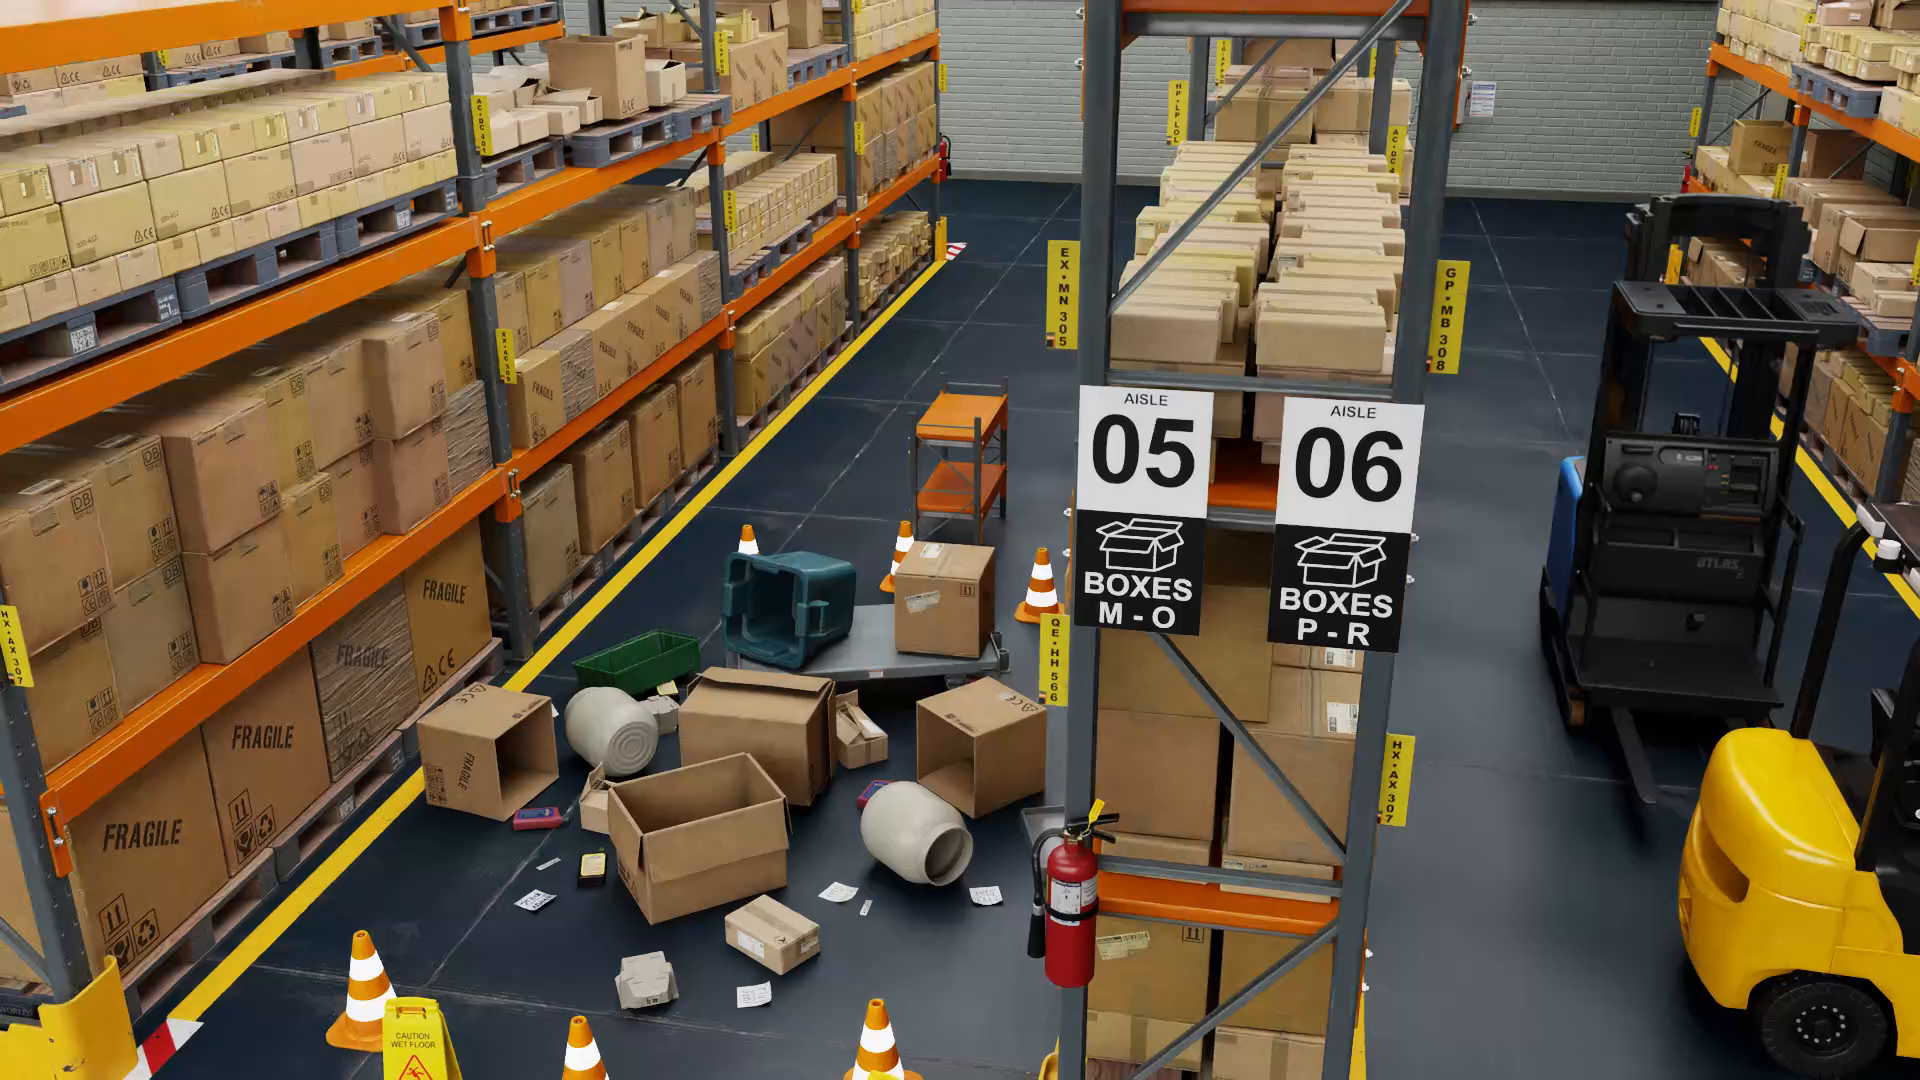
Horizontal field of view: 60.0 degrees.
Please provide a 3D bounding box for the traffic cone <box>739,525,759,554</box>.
[{"bbox_3d":[-1.451,0.122,11.431,0.336,0.463,0.334,4,22,11],"label":"traffic cone"}]

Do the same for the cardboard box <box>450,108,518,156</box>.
[{"bbox_3d":[-2.835,-2.451,9.894,0.258,0.266,0.396,4,22,10],"label":"cardboard box"}]

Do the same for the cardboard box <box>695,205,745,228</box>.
[{"bbox_3d":[-2.050,-2.749,14.142,0.380,0.149,0.250,4,22,9],"label":"cardboard box"}]

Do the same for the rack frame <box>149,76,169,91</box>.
[{"bbox_3d":[-7.221,-2.557,14.688,1.000,3.000,0.127,4,22,11],"label":"rack frame"}]

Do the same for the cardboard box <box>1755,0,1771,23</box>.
[{"bbox_3d":[8.331,-5.343,16.722,0.500,0.250,0.500,5,22,12],"label":"cardboard box"}]

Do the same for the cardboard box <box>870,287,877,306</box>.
[{"bbox_3d":[-1.127,-2.683,18.255,0.380,0.149,0.250,5,22,13],"label":"cardboard box"}]

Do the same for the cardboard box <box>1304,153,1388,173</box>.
[{"bbox_3d":[1.835,-1.750,7.938,0.380,0.149,0.250,4,22,10],"label":"cardboard box"}]

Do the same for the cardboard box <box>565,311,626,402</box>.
[{"bbox_3d":[-2.625,-1.265,11.345,0.500,0.500,0.500,4,22,11],"label":"cardboard box"}]

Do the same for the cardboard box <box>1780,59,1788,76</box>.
[{"bbox_3d":[8.057,-4.503,15.841,0.380,0.149,0.250,5,23,13],"label":"cardboard box"}]

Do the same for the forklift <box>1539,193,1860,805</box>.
[{"bbox_3d":[4.117,-0.345,9.288,1.130,2.935,3.031,5,22,11],"label":"forklift"}]

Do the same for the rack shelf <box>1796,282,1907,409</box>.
[{"bbox_3d":[7.748,-1.822,13.827,1.077,0.370,4.000,4,22,11],"label":"rack shelf"}]

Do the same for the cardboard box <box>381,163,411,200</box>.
[{"bbox_3d":[-3.066,-1.851,8.559,0.380,0.149,0.250,5,22,12],"label":"cardboard box"}]

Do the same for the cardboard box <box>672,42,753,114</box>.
[{"bbox_3d":[-2.009,-3.768,13.546,0.500,0.500,0.500,4,22,11],"label":"cardboard box"}]

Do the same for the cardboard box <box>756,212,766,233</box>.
[{"bbox_3d":[-1.936,-2.809,14.690,0.380,0.149,0.250,5,22,11],"label":"cardboard box"}]

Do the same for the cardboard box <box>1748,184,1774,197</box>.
[{"bbox_3d":[8.109,-3.345,16.447,0.500,0.250,0.500,5,22,11],"label":"cardboard box"}]

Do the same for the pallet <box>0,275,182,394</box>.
[{"bbox_3d":[-3.878,-0.839,6.524,1.003,0.211,1.213,4,22,11],"label":"pallet"}]

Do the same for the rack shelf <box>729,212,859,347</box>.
[{"bbox_3d":[-1.978,-2.540,15.608,1.077,0.370,4.000,4,22,11],"label":"rack shelf"}]

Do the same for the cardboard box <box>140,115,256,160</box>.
[{"bbox_3d":[-3.327,-1.759,7.263,0.380,0.149,0.250,5,22,12],"label":"cardboard box"}]

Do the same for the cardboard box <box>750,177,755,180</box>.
[{"bbox_3d":[-2.204,-3.523,16.462,0.380,0.149,0.250,5,22,12],"label":"cardboard box"}]

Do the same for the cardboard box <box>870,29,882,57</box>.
[{"bbox_3d":[-1.124,-5.260,17.584,0.500,0.250,0.500,4,22,10],"label":"cardboard box"}]

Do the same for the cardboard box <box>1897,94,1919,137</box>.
[{"bbox_3d":[7.309,-3.137,12.312,0.500,0.250,0.500,5,22,11],"label":"cardboard box"}]

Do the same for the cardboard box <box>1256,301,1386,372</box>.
[{"bbox_3d":[1.120,-0.635,5.169,0.380,0.149,0.250,4,22,11],"label":"cardboard box"}]

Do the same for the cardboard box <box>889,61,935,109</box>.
[{"bbox_3d":[-0.604,-5.530,20.198,0.500,0.500,0.500,4,22,10],"label":"cardboard box"}]

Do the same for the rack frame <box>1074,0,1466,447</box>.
[{"bbox_3d":[0.848,-1.659,4.427,1.000,3.000,0.127,4,22,11],"label":"rack frame"}]

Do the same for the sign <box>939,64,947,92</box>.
[{"bbox_3d":[-0.215,-5.702,20.523,0.100,0.325,0.005,4,22,11],"label":"sign"}]

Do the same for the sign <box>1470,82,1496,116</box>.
[{"bbox_3d":[7.793,-6.572,24.784,0.329,0.494,0.001,4,22,11],"label":"sign"}]

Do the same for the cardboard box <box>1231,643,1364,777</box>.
[{"bbox_3d":[1.318,0.598,6.322,0.500,0.500,0.500,5,23,13],"label":"cardboard box"}]

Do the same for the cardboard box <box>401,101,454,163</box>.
[{"bbox_3d":[-3.052,-2.181,8.844,0.500,0.250,0.500,4,22,10],"label":"cardboard box"}]

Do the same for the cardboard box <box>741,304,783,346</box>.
[{"bbox_3d":[-1.905,-1.944,14.947,0.500,0.250,0.500,4,22,10],"label":"cardboard box"}]

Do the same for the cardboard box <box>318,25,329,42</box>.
[{"bbox_3d":[-6.717,-5.171,16.719,0.500,0.311,0.500,4,22,9],"label":"cardboard box"}]

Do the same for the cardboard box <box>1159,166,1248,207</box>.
[{"bbox_3d":[1.113,-1.606,7.580,0.380,0.149,0.250,4,22,11],"label":"cardboard box"}]

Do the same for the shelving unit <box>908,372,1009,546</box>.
[{"bbox_3d":[0.001,-0.524,12.150,0.538,1.125,1.048,4,22,11],"label":"shelving unit"}]

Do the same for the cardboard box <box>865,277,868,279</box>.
[{"bbox_3d":[-1.219,-2.823,18.204,0.380,0.149,0.250,5,22,11],"label":"cardboard box"}]

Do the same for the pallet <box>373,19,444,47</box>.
[{"bbox_3d":[-6.228,-5.669,18.517,1.003,0.211,1.213,4,22,11],"label":"pallet"}]

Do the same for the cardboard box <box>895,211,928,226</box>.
[{"bbox_3d":[-0.614,-4.003,20.736,0.380,0.149,0.250,5,22,12],"label":"cardboard box"}]

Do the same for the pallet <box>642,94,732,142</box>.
[{"bbox_3d":[-2.466,-3.206,12.537,1.213,0.211,1.003,6,23,13],"label":"pallet"}]

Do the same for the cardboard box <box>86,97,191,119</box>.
[{"bbox_3d":[-3.868,-1.992,7.843,0.380,0.149,0.250,4,22,11],"label":"cardboard box"}]

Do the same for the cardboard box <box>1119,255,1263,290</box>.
[{"bbox_3d":[0.893,-0.917,6.404,0.500,0.250,0.500,5,22,12],"label":"cardboard box"}]

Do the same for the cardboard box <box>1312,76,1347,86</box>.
[{"bbox_3d":[2.277,-2.894,11.374,0.700,0.500,0.500,4,22,11],"label":"cardboard box"}]

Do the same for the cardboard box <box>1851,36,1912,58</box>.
[{"bbox_3d":[7.470,-3.989,13.471,0.380,0.149,0.250,5,22,11],"label":"cardboard box"}]

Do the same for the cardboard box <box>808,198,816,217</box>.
[{"bbox_3d":[-1.614,-3.245,16.170,0.380,0.149,0.250,3,22,8],"label":"cardboard box"}]

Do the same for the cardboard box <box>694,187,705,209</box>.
[{"bbox_3d":[-2.523,-3.084,14.973,0.380,0.149,0.250,4,22,11],"label":"cardboard box"}]

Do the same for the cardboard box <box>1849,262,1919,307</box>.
[{"bbox_3d":[7.238,-1.960,12.845,0.500,0.250,0.500,3,22,8],"label":"cardboard box"}]

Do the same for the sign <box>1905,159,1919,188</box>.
[{"bbox_3d":[8.700,-3.384,15.190,0.100,0.325,0.005,4,22,11],"label":"sign"}]

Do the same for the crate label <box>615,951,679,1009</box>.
[{"bbox_3d":[-1.384,1.944,7.344,0.250,0.136,0.298,-7,23,-17],"label":"crate label"}]

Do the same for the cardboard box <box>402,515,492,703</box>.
[{"bbox_3d":[-3.399,0.336,9.786,0.875,0.875,0.875,5,22,12],"label":"cardboard box"}]

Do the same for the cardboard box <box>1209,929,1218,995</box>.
[{"bbox_3d":[0.863,1.700,7.237,0.500,0.250,0.500,5,22,11],"label":"cardboard box"}]

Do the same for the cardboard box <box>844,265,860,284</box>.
[{"bbox_3d":[-1.297,-2.864,17.906,0.380,0.149,0.250,5,23,13],"label":"cardboard box"}]

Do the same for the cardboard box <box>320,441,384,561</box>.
[{"bbox_3d":[-3.582,-0.222,8.688,0.875,0.550,0.550,4,22,11],"label":"cardboard box"}]

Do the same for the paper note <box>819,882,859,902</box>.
[{"bbox_3d":[-0.588,1.710,8.082,0.148,0.019,0.142,13,25,29],"label":"paper note"}]

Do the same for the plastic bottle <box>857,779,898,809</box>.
[{"bbox_3d":[-0.435,1.353,8.912,0.133,0.061,0.283,8,23,20],"label":"plastic bottle"}]

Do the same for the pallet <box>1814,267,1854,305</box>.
[{"bbox_3d":[7.732,-2.047,13.679,1.003,0.211,1.213,4,22,11],"label":"pallet"}]

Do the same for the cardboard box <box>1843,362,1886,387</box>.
[{"bbox_3d":[7.464,-1.340,13.582,0.380,0.149,0.250,4,22,10],"label":"cardboard box"}]
